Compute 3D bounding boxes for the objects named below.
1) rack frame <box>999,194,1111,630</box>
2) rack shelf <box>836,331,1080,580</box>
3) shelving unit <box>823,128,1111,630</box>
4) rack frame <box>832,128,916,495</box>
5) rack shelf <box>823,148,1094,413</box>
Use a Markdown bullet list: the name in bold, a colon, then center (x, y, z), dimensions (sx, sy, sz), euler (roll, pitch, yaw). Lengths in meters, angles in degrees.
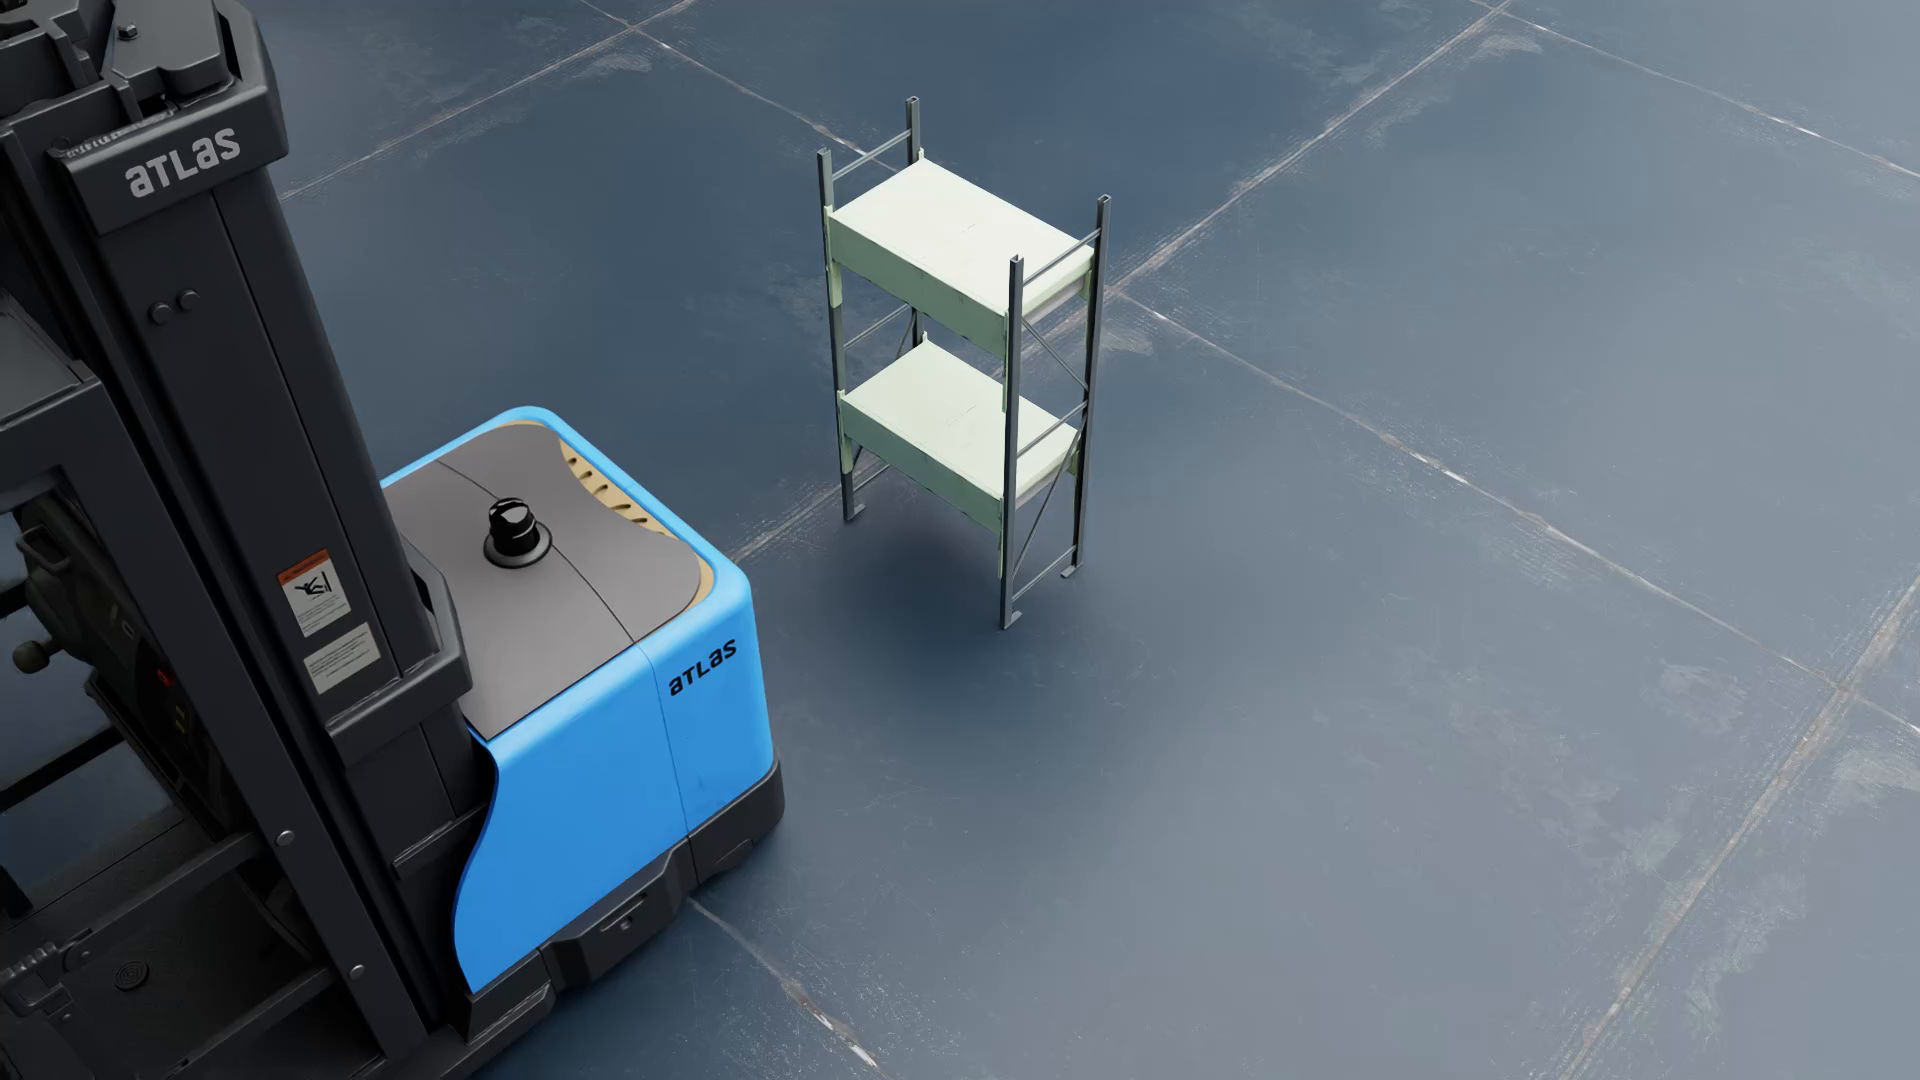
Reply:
- **rack frame**: center (0.274, -0.329, 5.030), dimensions (0.023, 1.500, 0.400), euler (34, 55, 28)
- **rack shelf**: center (0.005, -0.287, 5.438), dimensions (0.720, 0.370, 0.431), euler (34, 55, 28)
- **shelving unit**: center (0.007, -0.508, 5.199), dimensions (0.748, 1.500, 0.431), euler (34, 55, 28)
- **rack frame**: center (-0.263, -0.692, 5.371), dimensions (0.010, 1.308, 0.380), euler (34, 55, 28)
- **rack shelf**: center (0.005, -0.777, 4.916), dimensions (0.720, 0.370, 0.431), euler (34, 55, 28)
